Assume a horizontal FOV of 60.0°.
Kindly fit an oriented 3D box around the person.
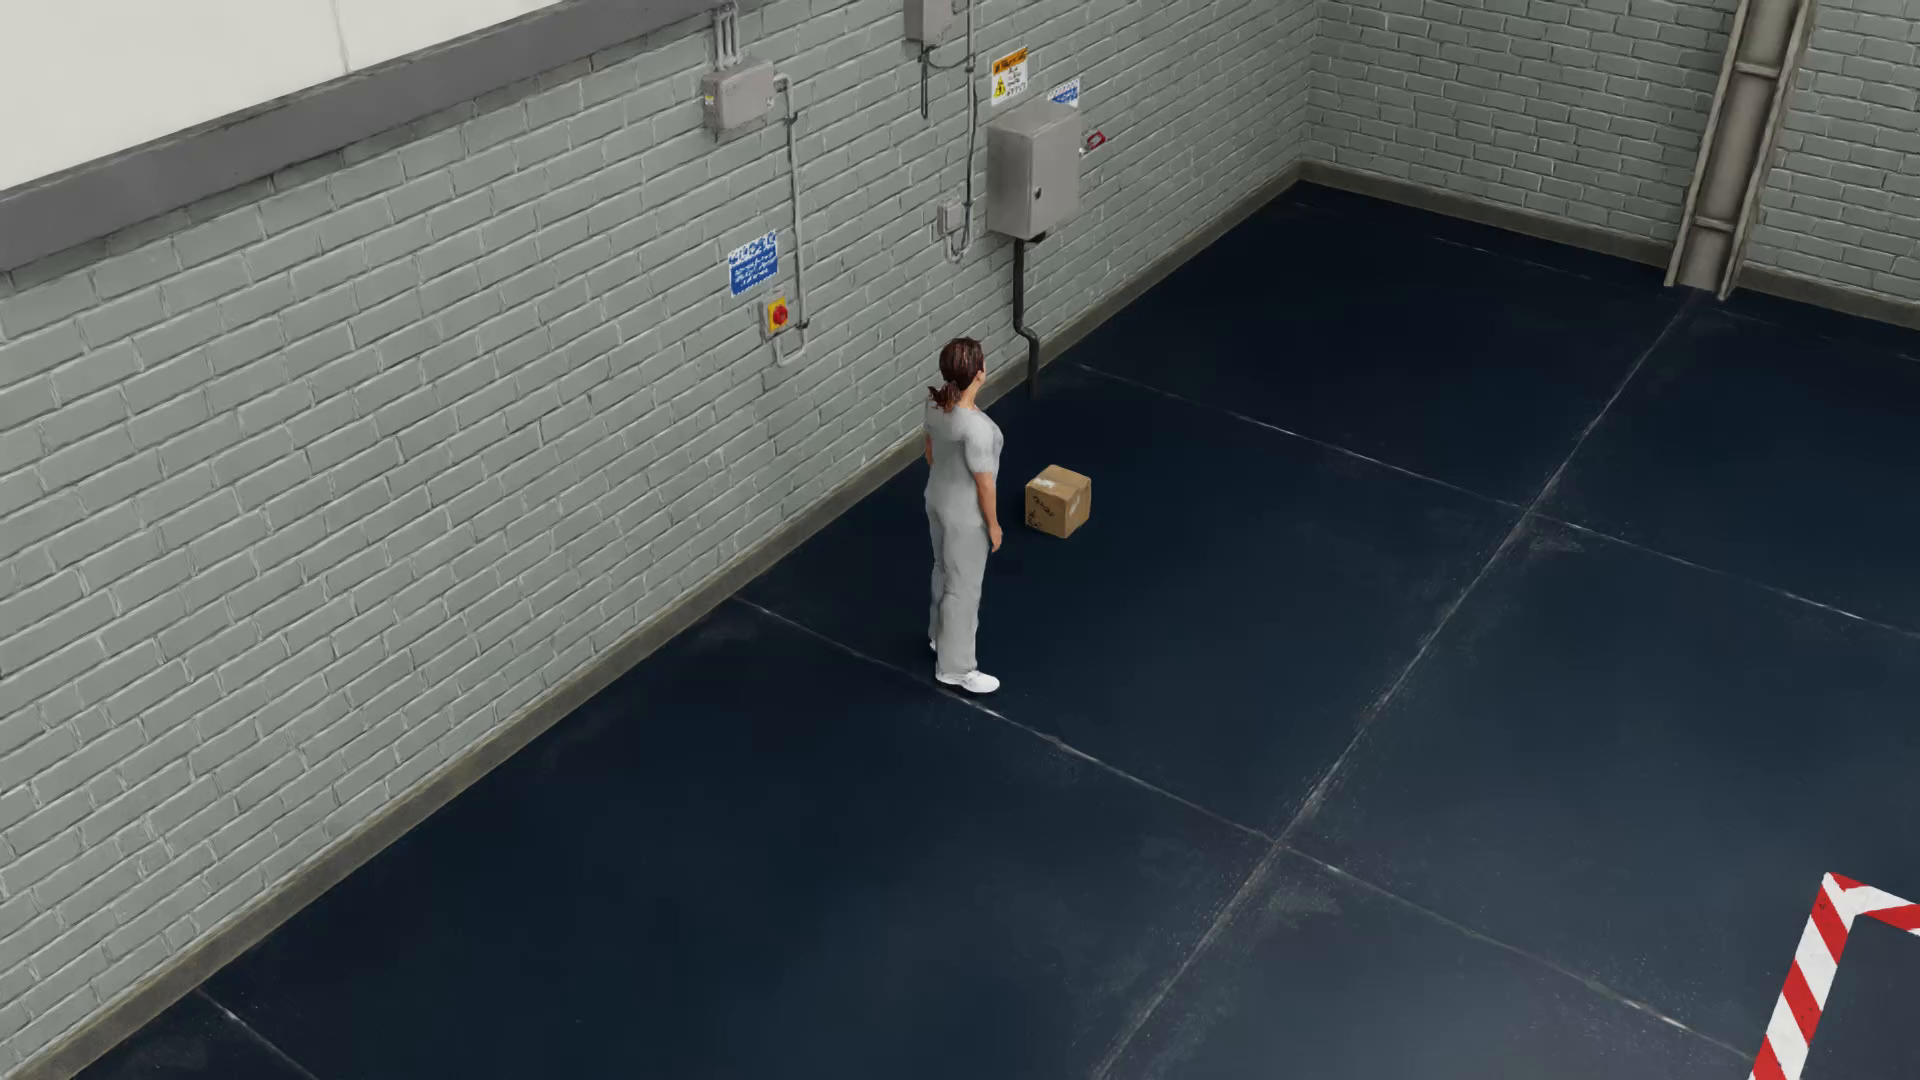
[{"bbox_3d":[0.016,-0.130,7.289,0.380,1.676,0.564,-17,38,-23],"label":"person"}]
